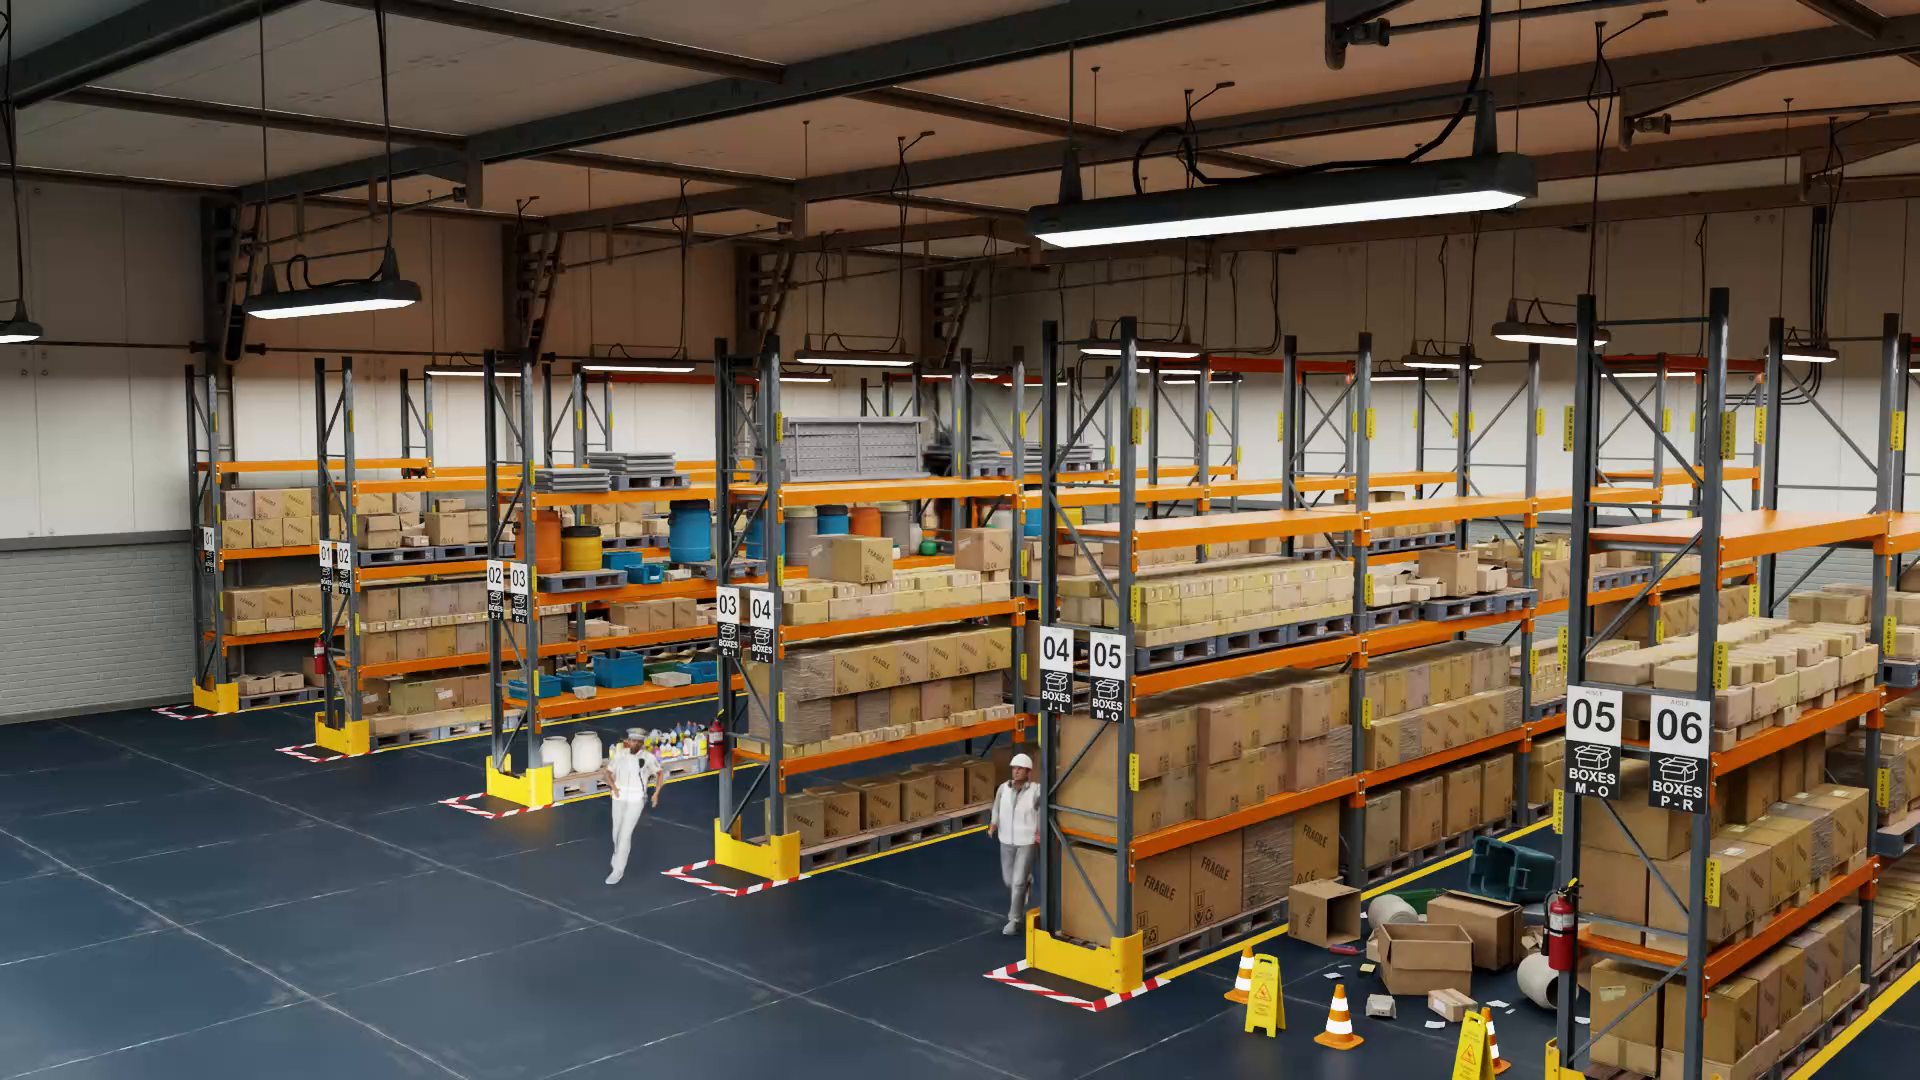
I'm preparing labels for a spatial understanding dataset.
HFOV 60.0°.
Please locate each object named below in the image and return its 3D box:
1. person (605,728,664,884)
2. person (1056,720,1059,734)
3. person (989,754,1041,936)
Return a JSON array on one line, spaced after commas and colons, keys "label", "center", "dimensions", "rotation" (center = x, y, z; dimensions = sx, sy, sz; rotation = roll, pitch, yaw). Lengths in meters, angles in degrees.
[{"label": "person", "center": [-3.647, 2.904, 18.519], "dimensions": [0.660, 1.674, 0.854], "rotation": [0, 4, 4]}, {"label": "person", "center": [1.622, 2.301, 26.245], "dimensions": [0.628, 1.683, 0.813], "rotation": [3, 5, 31]}, {"label": "person", "center": [0.621, 3.020, 16.738], "dimensions": [0.664, 1.758, 0.845], "rotation": [2, 5, 26]}]
